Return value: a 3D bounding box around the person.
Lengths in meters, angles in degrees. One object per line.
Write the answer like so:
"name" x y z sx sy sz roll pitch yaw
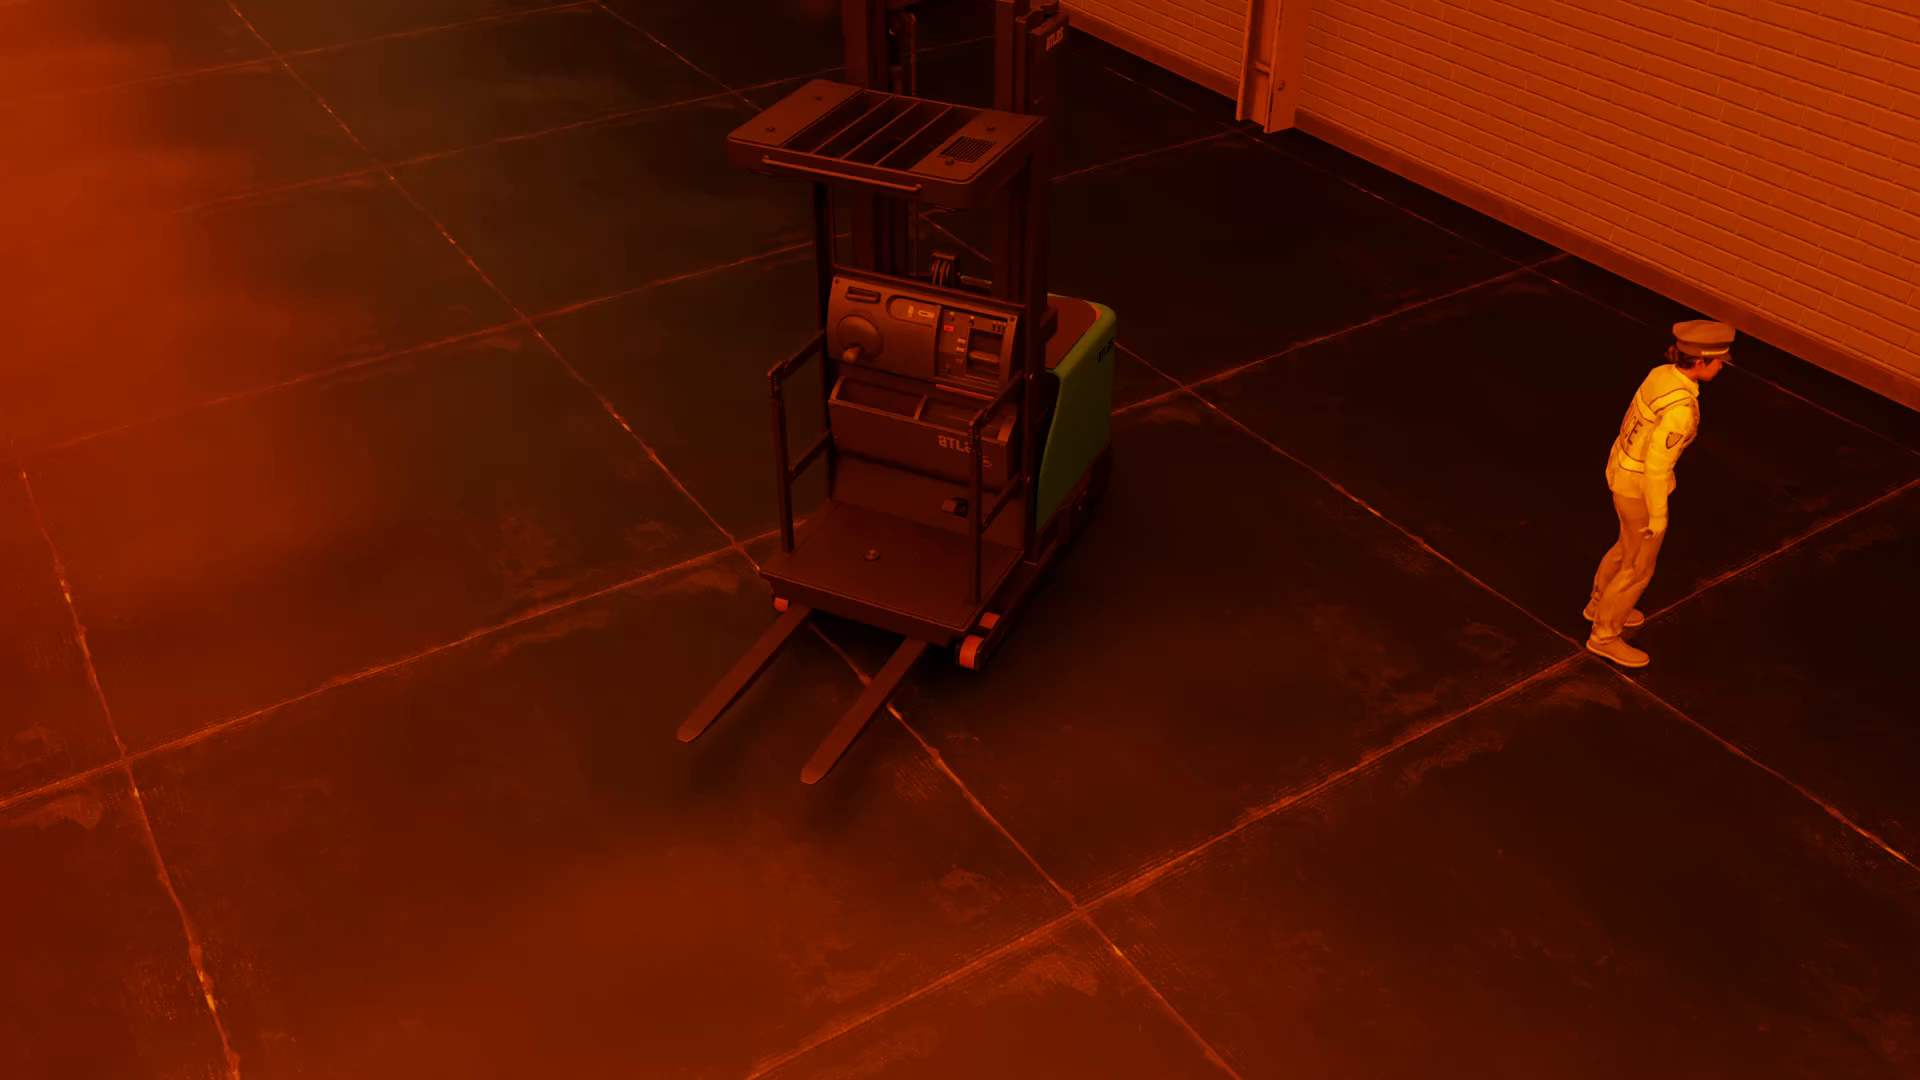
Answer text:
"person" 3.139 -0.235 7.587 0.374 1.662 0.540 7 36 10

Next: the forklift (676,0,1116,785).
"forklift" -0.267 -0.874 7.392 1.130 2.935 3.031 15 38 20
